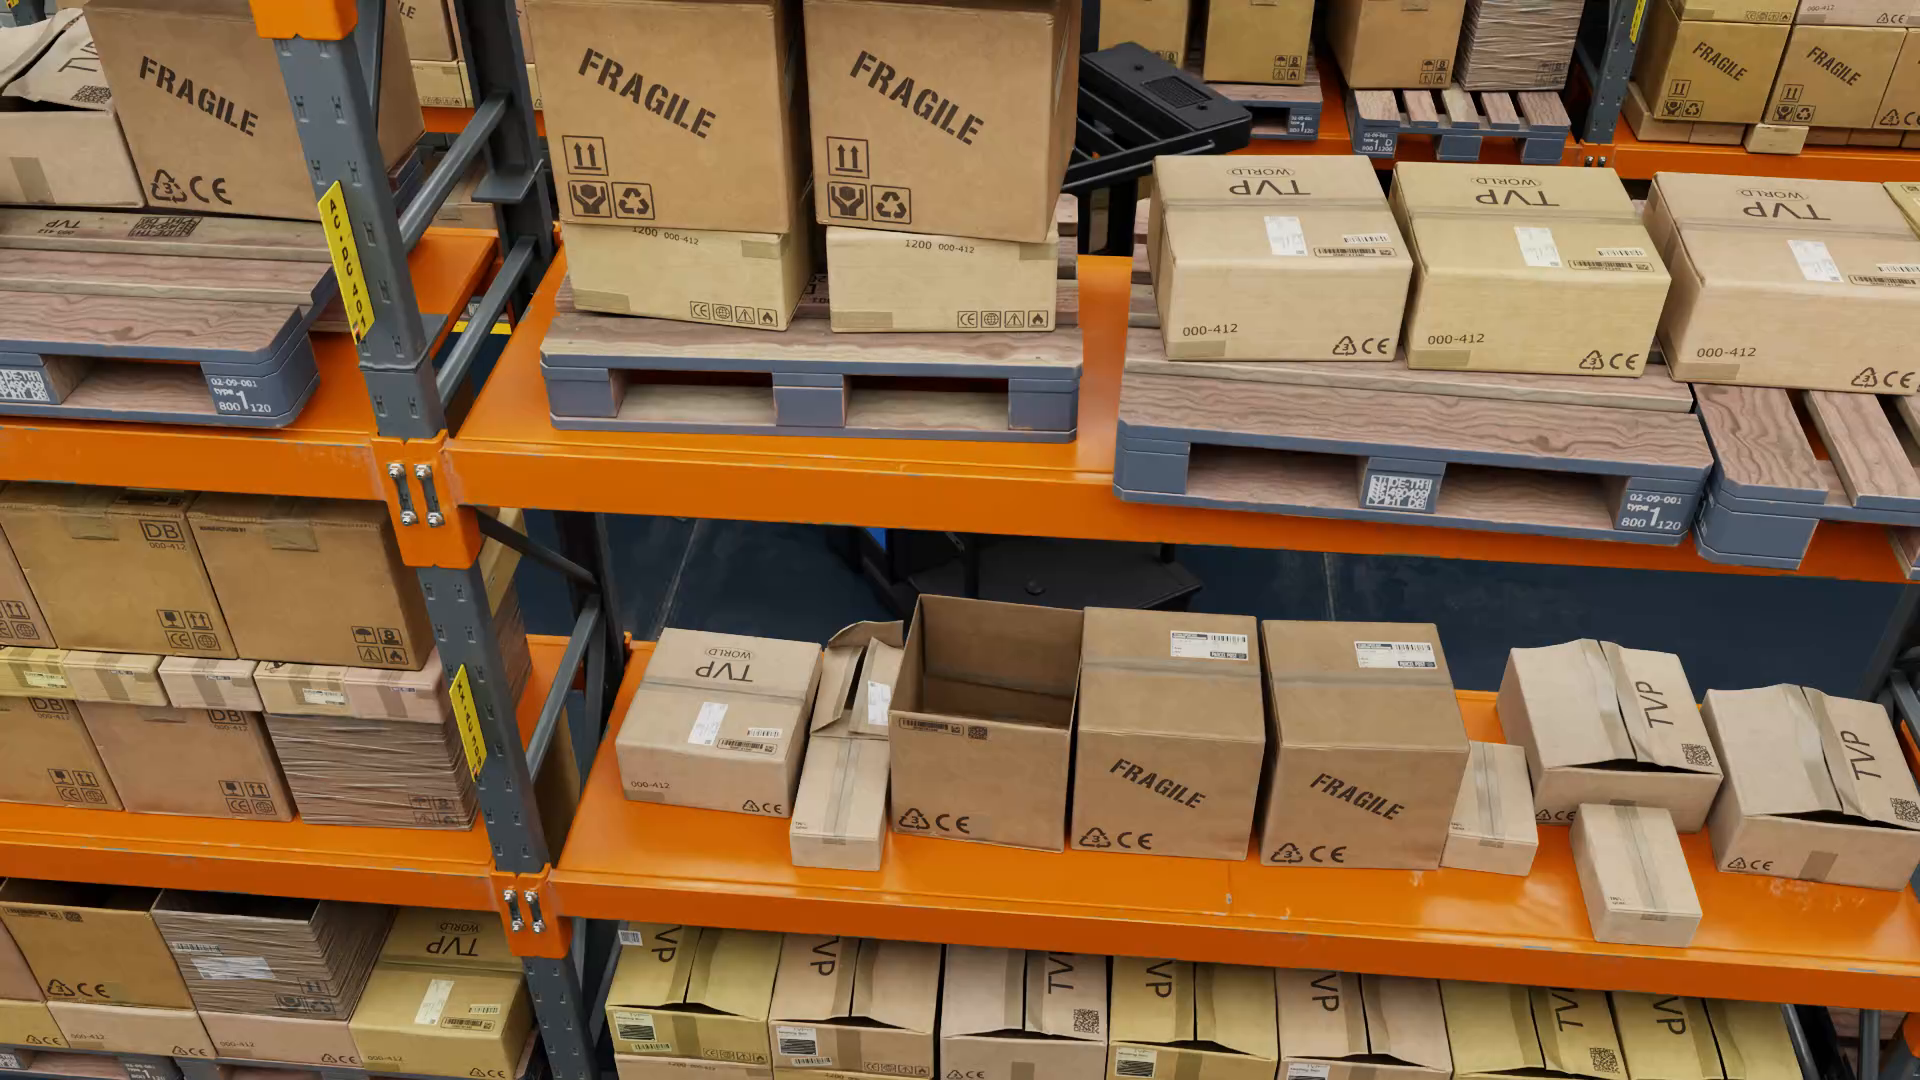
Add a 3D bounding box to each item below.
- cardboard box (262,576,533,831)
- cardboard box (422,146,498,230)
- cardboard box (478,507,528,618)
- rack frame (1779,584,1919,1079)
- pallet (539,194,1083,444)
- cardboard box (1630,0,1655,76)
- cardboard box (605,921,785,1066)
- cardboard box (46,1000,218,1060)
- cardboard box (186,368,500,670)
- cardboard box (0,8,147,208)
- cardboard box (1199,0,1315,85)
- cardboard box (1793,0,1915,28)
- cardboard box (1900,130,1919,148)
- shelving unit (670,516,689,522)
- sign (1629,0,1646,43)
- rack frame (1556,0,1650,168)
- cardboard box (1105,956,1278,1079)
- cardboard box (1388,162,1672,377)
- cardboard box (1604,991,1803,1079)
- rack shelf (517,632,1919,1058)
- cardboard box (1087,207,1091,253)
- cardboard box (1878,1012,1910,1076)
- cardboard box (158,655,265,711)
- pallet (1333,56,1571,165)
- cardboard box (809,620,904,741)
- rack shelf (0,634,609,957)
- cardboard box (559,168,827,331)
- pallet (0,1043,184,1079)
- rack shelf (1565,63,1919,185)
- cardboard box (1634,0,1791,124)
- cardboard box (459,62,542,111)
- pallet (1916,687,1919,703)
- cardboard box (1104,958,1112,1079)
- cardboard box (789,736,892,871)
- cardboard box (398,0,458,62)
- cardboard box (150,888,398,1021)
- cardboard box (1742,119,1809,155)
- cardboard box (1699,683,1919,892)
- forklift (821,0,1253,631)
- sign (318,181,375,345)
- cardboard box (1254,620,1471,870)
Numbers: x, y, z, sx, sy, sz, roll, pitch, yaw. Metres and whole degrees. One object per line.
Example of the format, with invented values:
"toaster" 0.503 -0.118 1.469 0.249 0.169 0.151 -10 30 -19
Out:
"cardboard box" -1.644 0.425 4.942 0.500 0.500 0.700 2 39 3
"cardboard box" -2.786 -1.854 9.453 0.500 0.500 0.700 1 39 1
"cardboard box" -1.452 0.058 4.881 0.250 0.149 0.380 3 39 4
"rack frame" 2.784 0.702 4.682 0.127 3.000 1.000 3 39 4
"pallet" -0.321 -0.565 4.014 1.217 0.209 0.805 2 39 2
"cardboard box" 3.701 -2.715 8.550 0.500 0.500 0.500 3 39 4
"cardboard box" -0.811 1.350 5.287 0.500 0.311 0.500 3 39 4
"cardboard box" -2.679 1.449 5.610 0.500 0.250 0.500 3 39 4
"cardboard box" -1.644 -0.078 4.533 0.500 0.500 0.700 3 39 4
"cardboard box" -2.218 -1.084 4.127 0.500 0.311 0.500 1 39 1
"cardboard box" 1.495 -2.696 8.429 0.500 0.500 0.700 3 39 4
"cardboard box" 4.173 -2.650 7.876 0.500 0.250 0.500 3 39 3
"cardboard box" 4.800 -2.108 8.317 0.250 0.149 0.380 4 39 5
"shelving unit" -1.788 -0.414 8.276 1.200 0.189 0.258 20 43 23
"sign" 3.170 -2.490 7.749 0.005 0.325 0.100 3 39 4
"rack frame" 3.208 -2.413 8.509 0.127 3.000 1.000 3 39 4
"cardboard box" 0.721 1.433 5.186 0.500 0.311 0.500 4 39 5
"cardboard box" 1.234 -0.611 3.704 0.500 0.250 0.500 2 39 3
"cardboard box" 2.241 1.515 5.085 0.500 0.311 0.500 4 39 5
"rack shelf" 0.792 0.872 5.042 4.000 0.370 1.077 3 39 4
"cardboard box" 0.477 -1.806 9.395 0.500 0.500 0.700 2 39 3
"cardboard box" 3.213 1.706 5.080 0.500 0.500 0.500 5 39 6
"cardboard box" -1.998 0.287 4.599 0.250 0.149 0.380 2 39 3
"pallet" 2.489 -2.311 8.535 1.003 0.211 1.213 3 39 4
"cardboard box" -0.309 0.469 5.075 0.258 0.266 0.396 2 39 3
"rack shelf" -3.194 0.655 5.310 4.000 0.370 1.077 3 39 4
"cardboard box" -0.588 -0.744 3.868 0.500 0.250 0.500 7 40 8
"pallet" -3.208 1.431 5.995 1.213 0.211 1.003 3 39 4
"rack shelf" 5.200 -2.025 8.603 4.000 0.370 1.077 3 39 4
"cardboard box" 3.670 -2.388 8.147 0.500 0.500 0.500 4 39 5
"cardboard box" -2.273 -2.466 8.677 0.500 0.250 0.500 3 39 4
"pallet" 3.465 0.769 4.751 1.003 0.211 1.213 3 39 4
"cardboard box" 0.712 1.649 5.364 0.500 0.250 0.500 4 39 5
"cardboard box" -0.336 0.759 4.811 0.250 0.149 0.380 3 39 4
"cardboard box" -2.792 -2.789 8.479 0.500 0.500 0.500 4 39 5
"cardboard box" -2.179 1.175 5.353 0.500 0.500 0.500 3 39 4
"cardboard box" 4.024 -2.073 8.275 0.250 0.149 0.380 4 39 5
"cardboard box" 2.425 0.690 4.768 0.500 0.311 0.500 5 39 7
"forklift" 0.340 -0.759 6.531 1.130 2.935 3.031 -20 43 -23
"sign" -1.247 -0.561 3.385 0.005 0.325 0.100 3 39 4
"cardboard box" 1.111 0.582 4.750 0.500 0.500 0.500 1 39 1
